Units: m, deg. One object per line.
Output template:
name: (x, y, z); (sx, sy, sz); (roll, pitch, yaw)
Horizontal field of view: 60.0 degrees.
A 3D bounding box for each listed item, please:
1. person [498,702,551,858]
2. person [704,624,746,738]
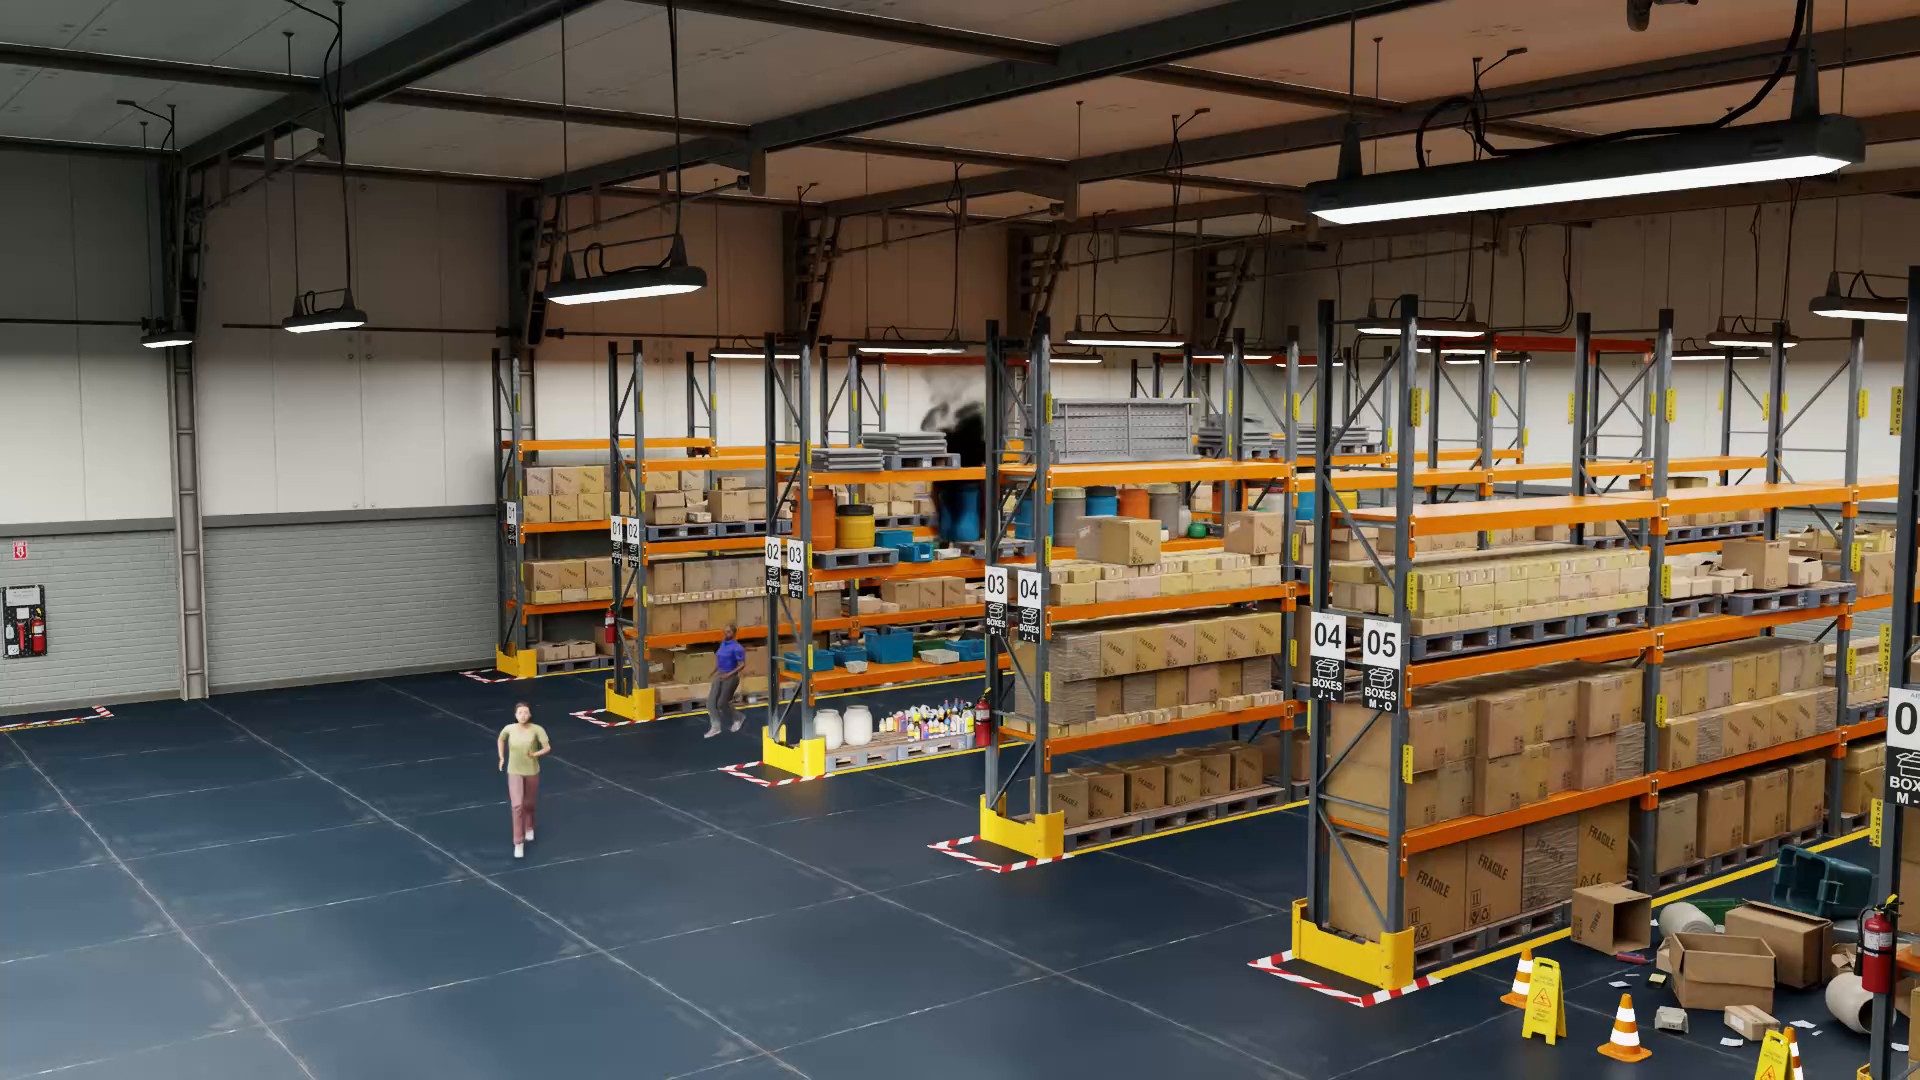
person: (-4.925, 2.656, 18.819); (0.578, 1.680, 0.882); (-1, 5, -15)
person: (-3.309, 2.019, 23.772); (0.616, 1.615, 0.629); (5, 7, 43)
